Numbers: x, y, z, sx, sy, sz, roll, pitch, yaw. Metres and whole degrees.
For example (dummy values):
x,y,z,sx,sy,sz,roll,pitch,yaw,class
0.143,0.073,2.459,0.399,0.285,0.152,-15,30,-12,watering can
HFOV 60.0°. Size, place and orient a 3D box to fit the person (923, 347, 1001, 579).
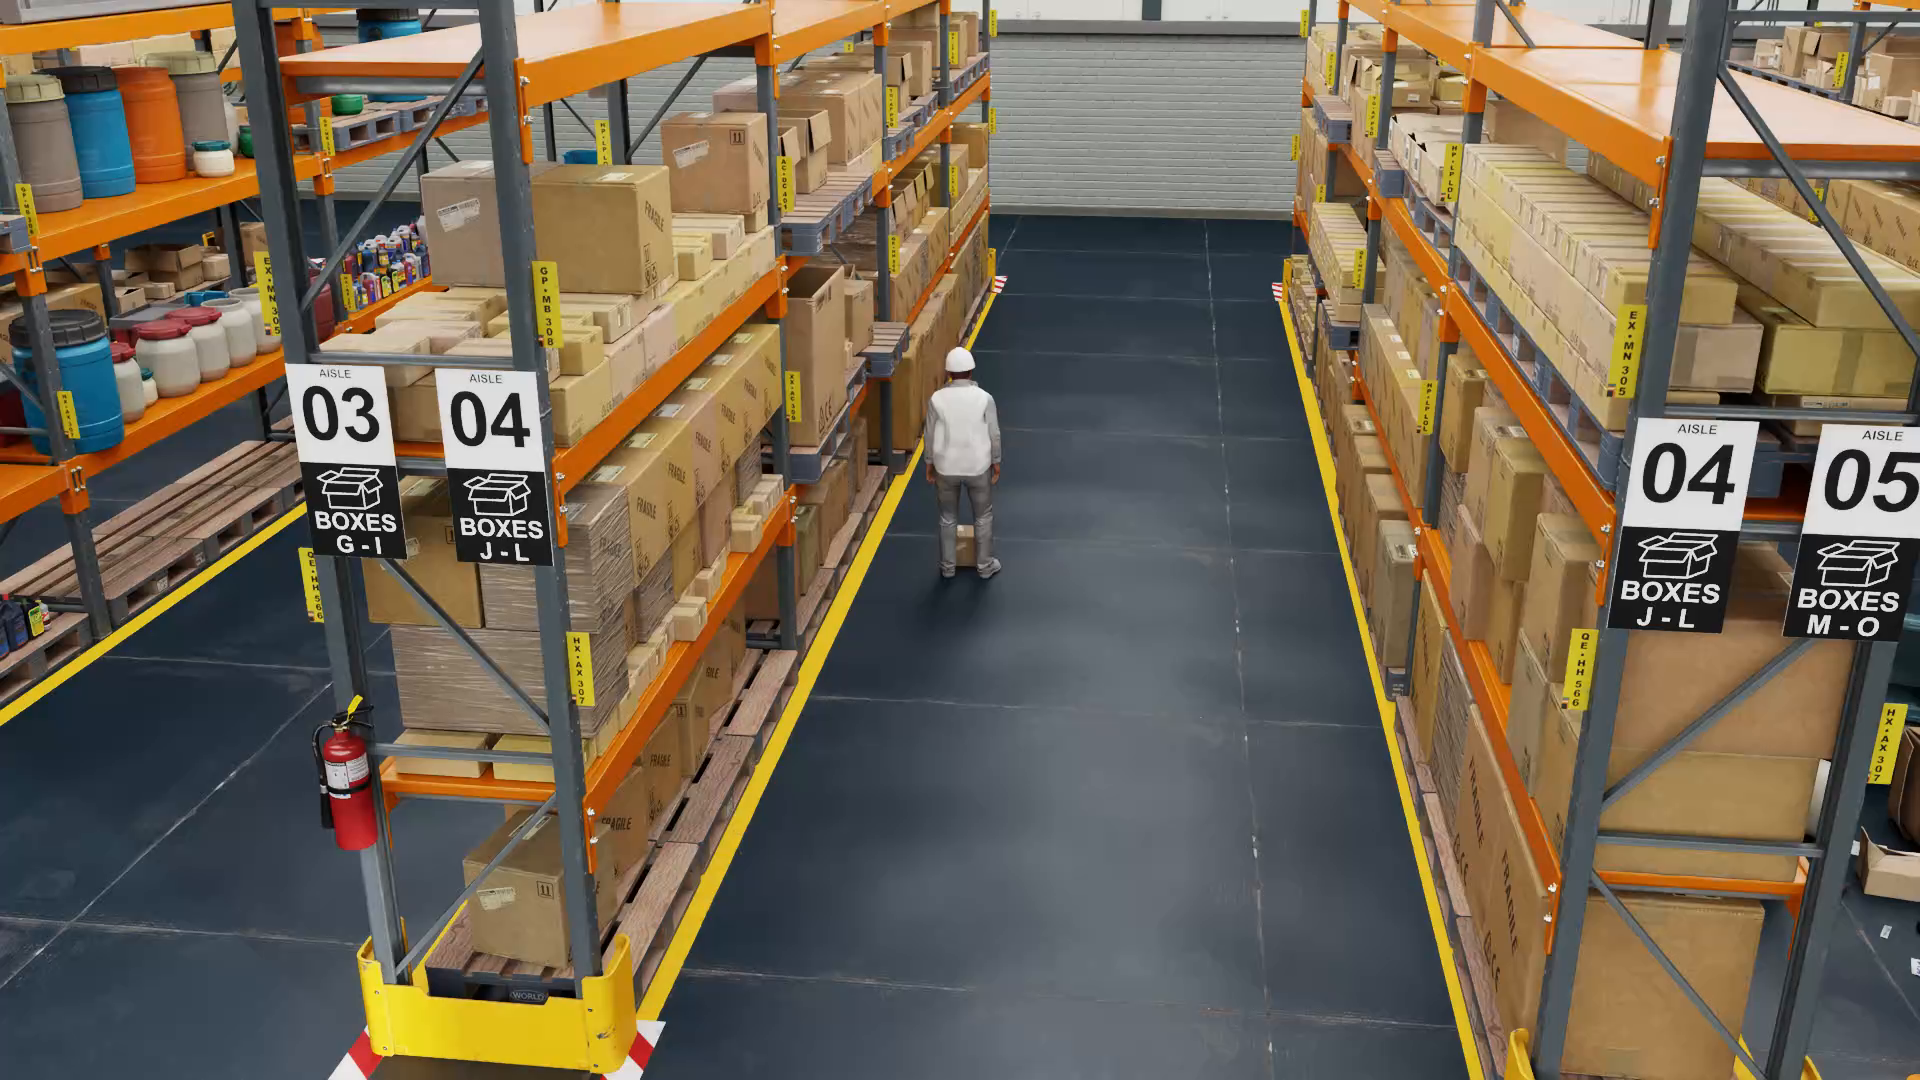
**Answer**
x,y,z,sx,sy,sz,roll,pitch,yaw,class
0.020,-0.571,12.532,0.590,1.770,0.465,1,21,3,person
